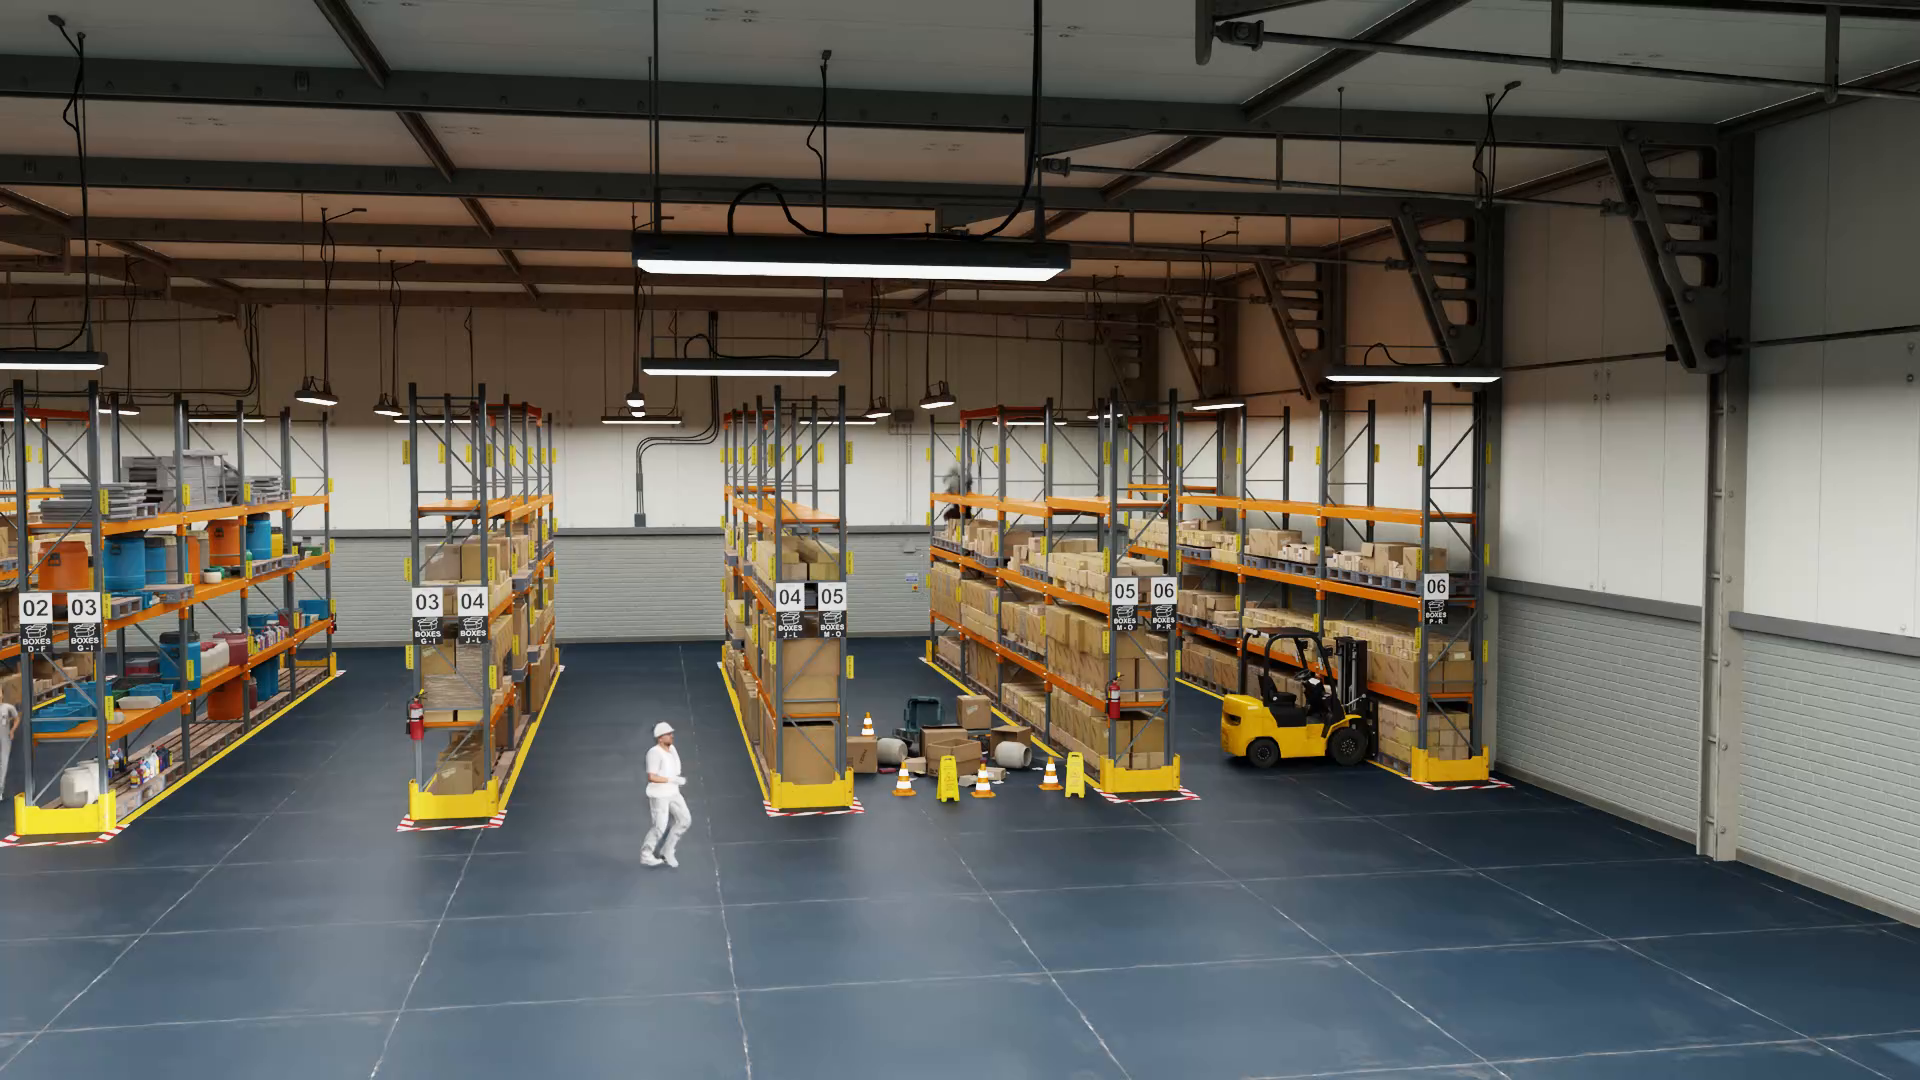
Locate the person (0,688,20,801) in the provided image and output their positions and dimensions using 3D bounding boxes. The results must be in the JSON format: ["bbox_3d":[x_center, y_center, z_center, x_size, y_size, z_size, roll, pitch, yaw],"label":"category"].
[{"bbox_3d":[-14.071,2.956,24.341,0.565,1.641,0.731,-2,3,-30],"label":"person"}]

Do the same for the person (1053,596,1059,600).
[{"bbox_3d":[2.136,2.000,37.636,0.613,1.687,0.875,-1,3,-16],"label":"person"}]

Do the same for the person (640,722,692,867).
[{"bbox_3d":[-3.541,3.103,20.134,0.718,1.790,0.629,1,3,23],"label":"person"}]
